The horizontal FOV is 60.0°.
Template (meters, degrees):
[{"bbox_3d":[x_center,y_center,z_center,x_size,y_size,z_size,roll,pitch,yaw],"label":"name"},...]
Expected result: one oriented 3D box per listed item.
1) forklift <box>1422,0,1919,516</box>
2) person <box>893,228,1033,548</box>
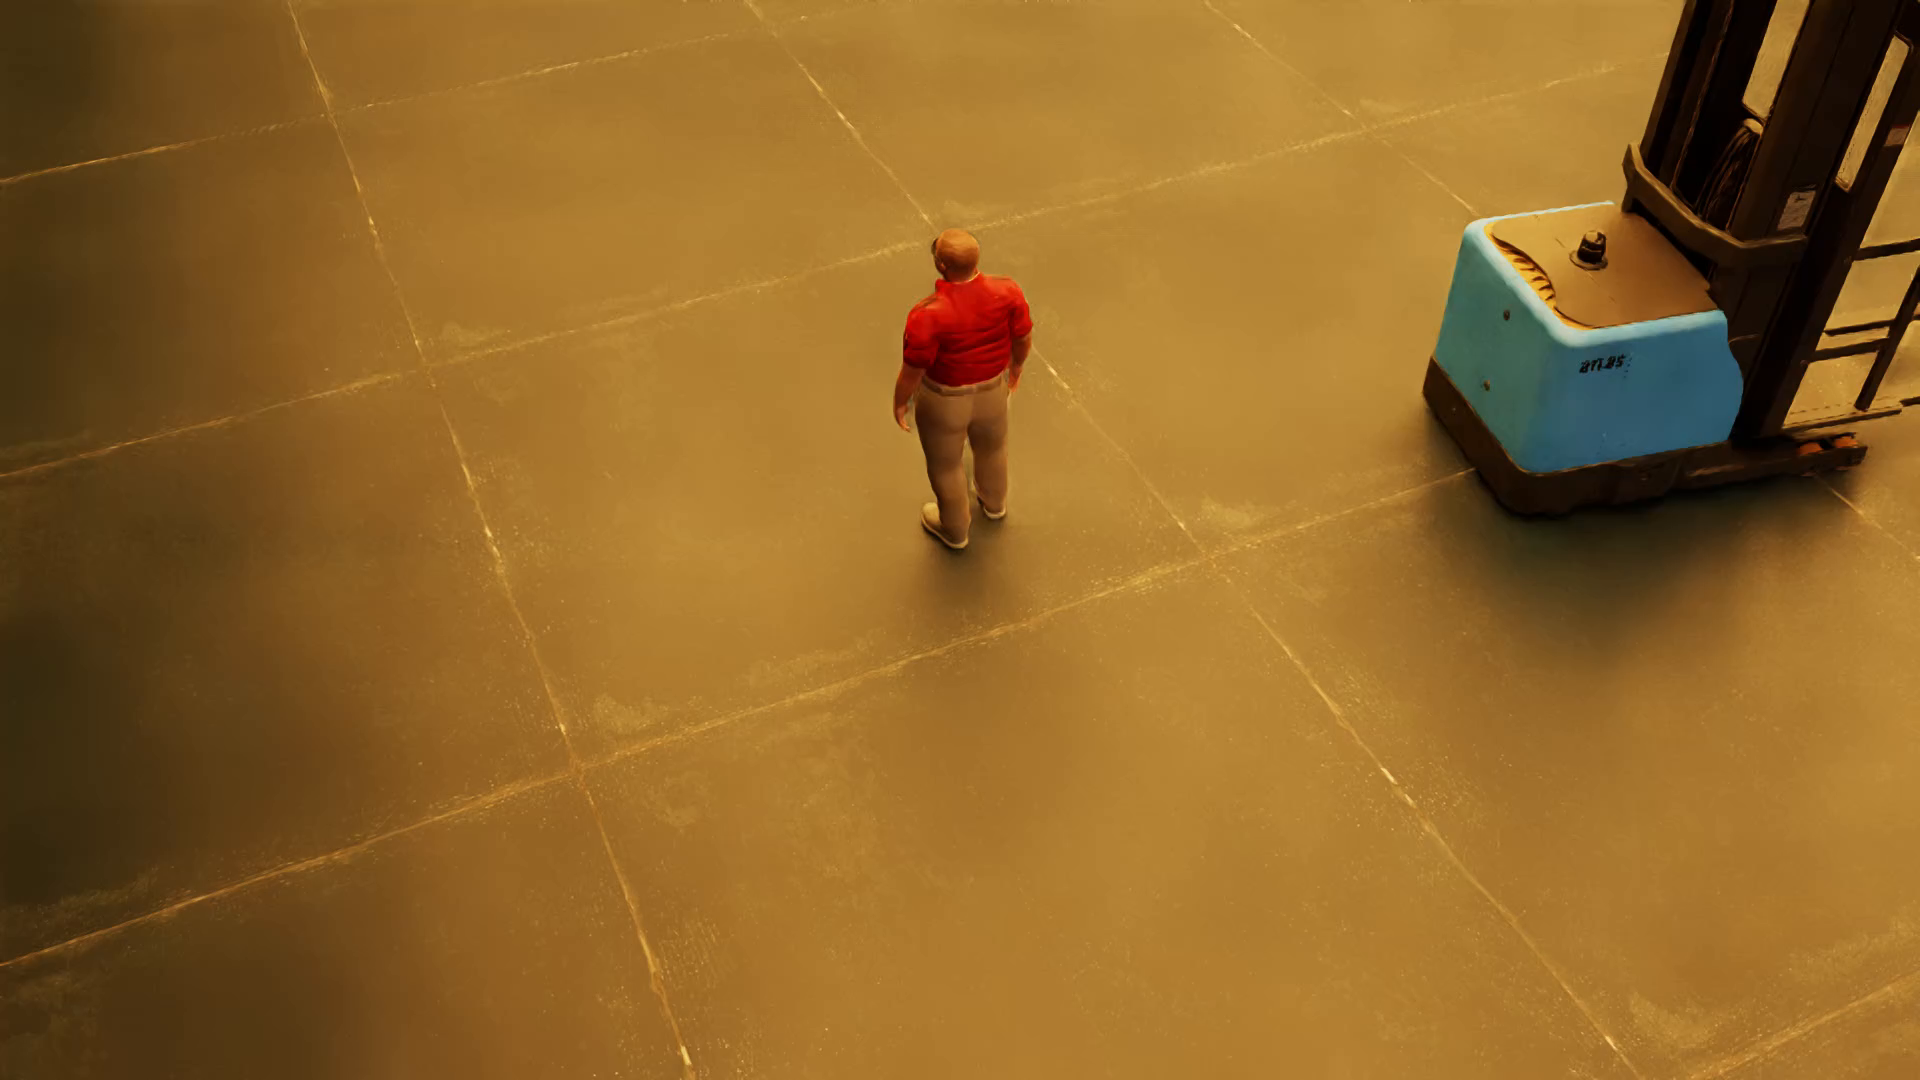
[{"bbox_3d":[3.947,-1.726,7.529,3.031,2.935,1.130,-10,44,-10],"label":"forklift"},{"bbox_3d":[-0.027,-0.696,7.297,0.640,1.727,0.550,-18,46,-18],"label":"person"}]
